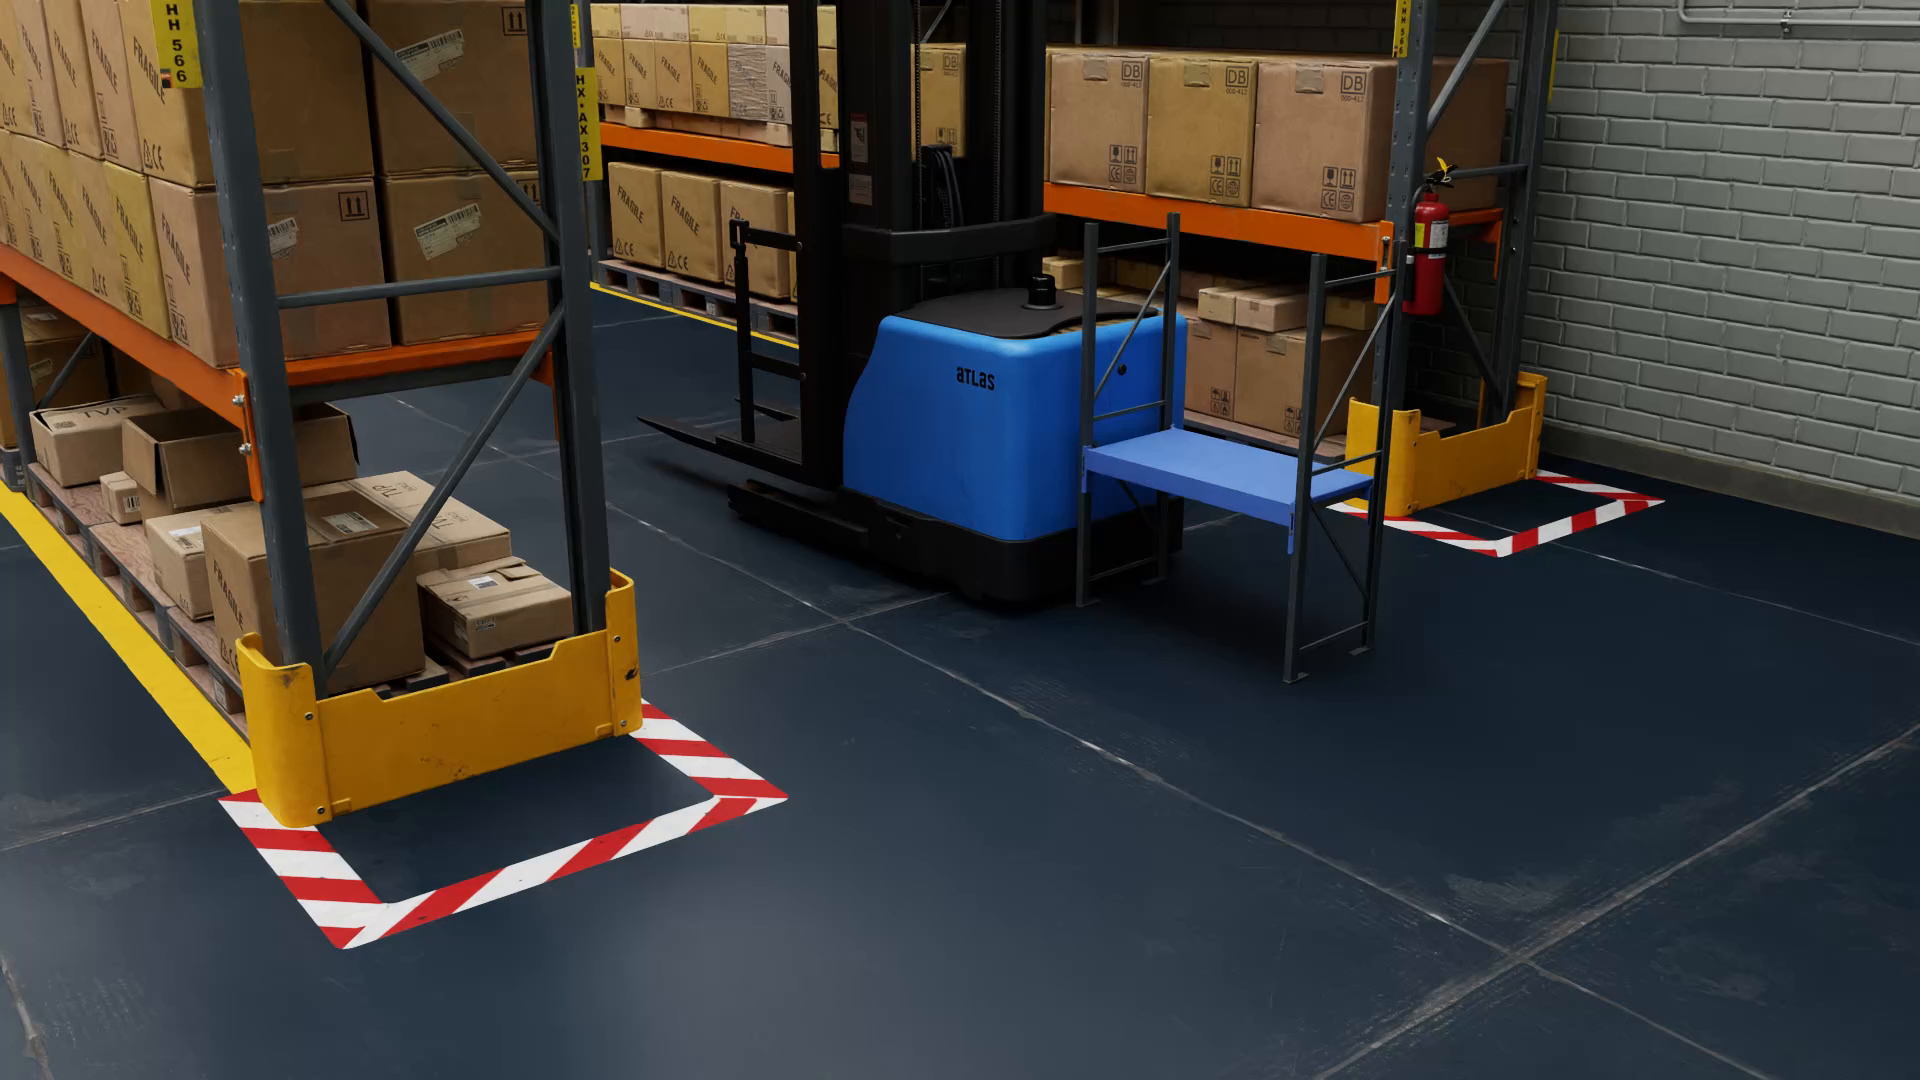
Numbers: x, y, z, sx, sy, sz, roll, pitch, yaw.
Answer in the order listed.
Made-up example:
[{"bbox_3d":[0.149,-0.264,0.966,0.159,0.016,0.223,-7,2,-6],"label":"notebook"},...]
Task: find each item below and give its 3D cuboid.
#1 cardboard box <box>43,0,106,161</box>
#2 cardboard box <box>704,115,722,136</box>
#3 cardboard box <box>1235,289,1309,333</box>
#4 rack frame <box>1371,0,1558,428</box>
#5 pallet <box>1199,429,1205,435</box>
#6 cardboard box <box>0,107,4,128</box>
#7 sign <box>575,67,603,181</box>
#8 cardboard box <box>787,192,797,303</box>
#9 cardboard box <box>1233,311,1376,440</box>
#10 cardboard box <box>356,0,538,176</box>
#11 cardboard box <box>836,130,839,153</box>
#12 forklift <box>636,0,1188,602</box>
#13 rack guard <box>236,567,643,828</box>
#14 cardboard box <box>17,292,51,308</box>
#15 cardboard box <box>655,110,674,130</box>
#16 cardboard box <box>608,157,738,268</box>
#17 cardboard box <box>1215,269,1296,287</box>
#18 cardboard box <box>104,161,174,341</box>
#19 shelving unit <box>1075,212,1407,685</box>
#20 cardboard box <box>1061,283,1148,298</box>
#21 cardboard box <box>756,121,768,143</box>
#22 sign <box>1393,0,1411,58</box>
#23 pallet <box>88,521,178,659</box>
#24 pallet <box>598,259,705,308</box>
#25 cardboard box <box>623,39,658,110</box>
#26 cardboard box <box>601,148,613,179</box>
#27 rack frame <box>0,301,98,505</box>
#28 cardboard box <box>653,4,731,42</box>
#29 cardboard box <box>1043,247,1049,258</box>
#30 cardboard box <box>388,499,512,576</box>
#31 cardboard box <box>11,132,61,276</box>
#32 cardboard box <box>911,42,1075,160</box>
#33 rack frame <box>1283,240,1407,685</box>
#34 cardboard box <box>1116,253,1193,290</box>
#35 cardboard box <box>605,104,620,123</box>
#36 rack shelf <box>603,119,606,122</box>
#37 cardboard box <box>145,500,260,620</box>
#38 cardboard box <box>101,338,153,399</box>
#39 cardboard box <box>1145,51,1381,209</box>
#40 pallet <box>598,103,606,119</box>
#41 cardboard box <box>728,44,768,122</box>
[{"bbox_3d":[-2.674,-1.545,5.506,0.500,0.500,0.500,-13,22,-35],"label":"cardboard box"},{"bbox_3d":[-1.645,-3.042,12.147,0.380,0.149,0.250,-14,23,-36],"label":"cardboard box"},{"bbox_3d":[1.603,-1.153,8.349,0.380,0.149,0.250,-14,23,-37],"label":"cardboard box"},{"bbox_3d":[2.339,-1.683,7.674,1.000,3.000,0.127,-14,23,-36],"label":"rack frame"},{"bbox_3d":[1.028,-0.842,9.568,1.003,0.211,1.213,-14,23,-36],"label":"pallet"},{"bbox_3d":[-3.633,-1.925,6.655,0.500,0.500,0.500,-15,23,-38],"label":"cardboard box"},{"bbox_3d":[-1.117,-1.232,4.935,0.100,0.325,0.005,-14,23,-36],"label":"sign"},{"bbox_3d":[-0.650,-1.982,11.329,0.750,0.750,0.750,-14,23,-35],"label":"cardboard box"},{"bbox_3d":[1.826,-0.849,8.463,0.700,0.500,0.500,-14,23,-36],"label":"cardboard box"},{"bbox_3d":[-1.611,-1.398,5.064,0.500,0.500,0.500,-13,22,-34],"label":"cardboard box"},{"bbox_3d":[-0.577,-2.587,10.771,0.380,0.149,0.250,-14,23,-36],"label":"cardboard box"},{"bbox_3d":[-0.417,-1.538,7.343,1.130,2.935,3.031,-16,24,-39],"label":"forklift"},{"bbox_3d":[-1.589,0.453,5.201,1.175,0.500,0.348,-14,23,-36],"label":"rack guard"},{"bbox_3d":[-5.168,-1.036,8.996,0.500,0.500,0.500,-14,23,-35],"label":"cardboard box"},{"bbox_3d":[-2.104,-3.235,12.727,0.380,0.149,0.250,-14,23,-37],"label":"cardboard box"},{"bbox_3d":[-2.275,-2.626,13.274,0.750,0.750,0.750,-14,23,-37],"label":"cardboard box"},{"bbox_3d":[1.590,-1.351,8.948,0.380,0.149,0.250,-14,23,-36],"label":"cardboard box"},{"bbox_3d":[-2.358,-0.947,5.292,0.500,0.500,0.500,-14,23,-36],"label":"cardboard box"},{"bbox_3d":[0.992,-0.379,6.122,0.538,1.500,1.048,-16,24,-39],"label":"shelving unit"},{"bbox_3d":[0.865,-1.226,9.601,0.700,0.500,0.500,-13,23,-35],"label":"cardboard box"},{"bbox_3d":[-1.187,-2.844,11.548,0.380,0.149,0.250,-14,23,-36],"label":"cardboard box"},{"bbox_3d":[1.905,-2.243,7.145,0.100,0.325,0.005,-14,23,-36],"label":"sign"},{"bbox_3d":[-2.838,0.093,6.746,1.003,0.211,1.213,-14,23,-36],"label":"pallet"},{"bbox_3d":[-2.198,-2.122,13.434,1.003,0.211,1.213,-14,23,-36],"label":"pallet"},{"bbox_3d":[-2.209,-3.552,12.654,0.500,0.500,0.500,-13,22,-34],"label":"cardboard box"},{"bbox_3d":[-3.421,-3.353,14.799,0.500,0.250,0.500,-13,23,-35],"label":"cardboard box"},{"bbox_3d":[-4.026,-1.701,7.728,1.000,3.000,0.127,-14,23,-36],"label":"rack frame"},{"bbox_3d":[-1.901,-3.792,12.184,0.500,0.250,0.500,-14,23,-36],"label":"cardboard box"},{"bbox_3d":[0.309,-1.665,9.896,0.380,0.149,0.250,-13,22,-34],"label":"cardboard box"},{"bbox_3d":[-1.968,0.069,6.058,0.500,0.250,0.500,-14,23,-36],"label":"cardboard box"},{"bbox_3d":[-3.294,-1.320,6.419,0.500,0.500,0.500,-14,23,-36],"label":"cardboard box"},{"bbox_3d":[0.179,-2.674,10.190,0.980,0.700,0.700,-14,23,-35],"label":"cardboard box"},{"bbox_3d":[1.332,-0.261,5.763,0.500,1.500,0.032,-16,24,-39],"label":"rack frame"},{"bbox_3d":[1.115,-1.540,9.517,0.380,0.149,0.250,-14,23,-37],"label":"cardboard box"},{"bbox_3d":[-2.605,-3.418,13.282,0.380,0.149,0.250,-14,23,-37],"label":"cardboard box"},{"bbox_3d":[-3.870,-3.806,15.228,1.077,0.370,4.000,-14,23,-36],"label":"rack shelf"},{"bbox_3d":[-2.639,0.055,6.098,0.500,0.250,0.500,-14,23,-36],"label":"cardboard box"},{"bbox_3d":[-4.135,-0.890,8.555,0.500,0.500,0.500,-15,24,-39],"label":"cardboard box"},{"bbox_3d":[1.554,-2.126,8.535,0.980,0.700,0.700,-14,23,-37],"label":"cardboard box"},{"bbox_3d":[-3.154,-3.718,14.125,1.213,0.211,1.003,-14,23,-36],"label":"pallet"},{"bbox_3d":[-1.259,-3.181,11.532,0.500,0.500,0.500,-14,23,-36],"label":"cardboard box"}]
